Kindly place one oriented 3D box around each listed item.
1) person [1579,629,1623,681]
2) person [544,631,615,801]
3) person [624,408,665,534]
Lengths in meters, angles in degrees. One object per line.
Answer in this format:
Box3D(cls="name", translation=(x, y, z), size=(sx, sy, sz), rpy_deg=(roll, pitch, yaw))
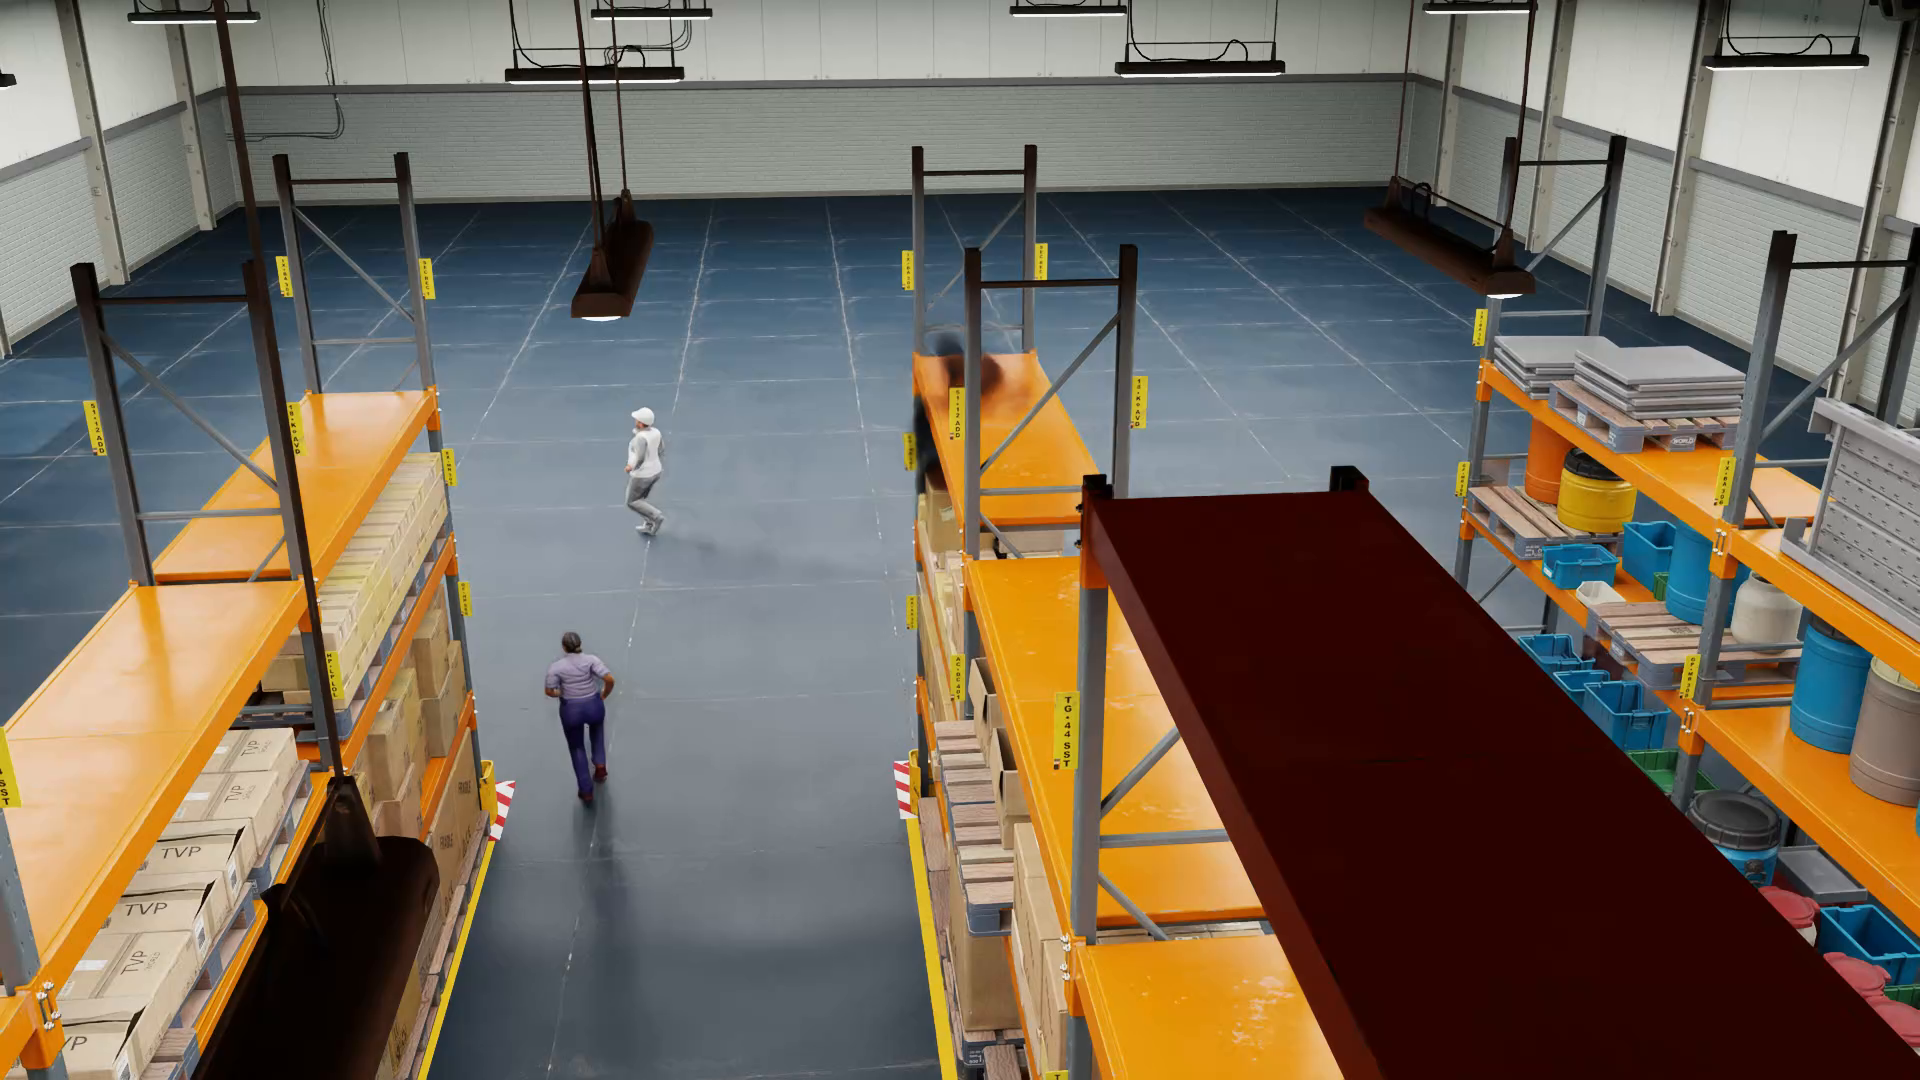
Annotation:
Box3D(cls="person", translation=(6.197, 1.285, 16.047), size=(0.741, 1.731, 0.733), rpy_deg=(-13, 25, -30))
Box3D(cls="person", translation=(-3.511, 1.607, 15.402), size=(0.614, 1.673, 0.673), rpy_deg=(-8, 23, -19))
Box3D(cls="person", translation=(-4.076, -0.885, 21.538), size=(0.607, 1.722, 0.656), rpy_deg=(9, 23, 21))
